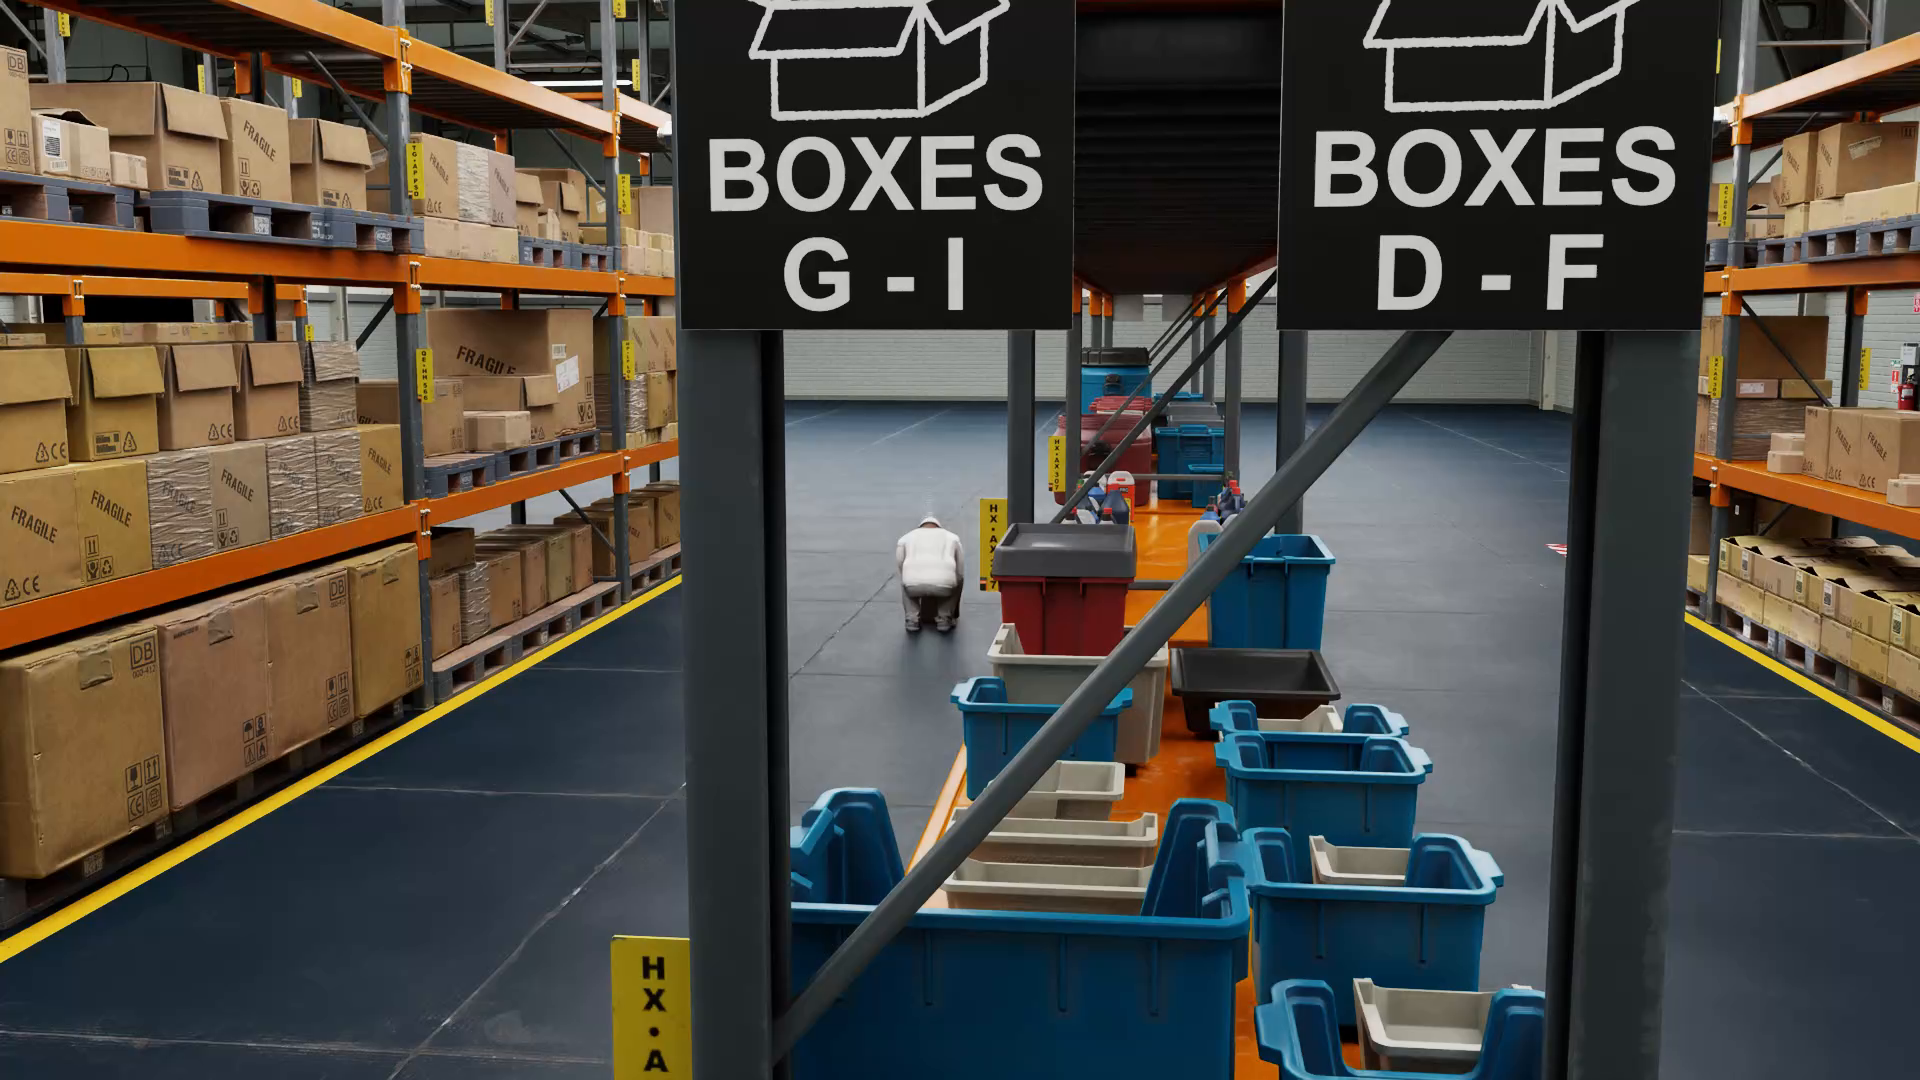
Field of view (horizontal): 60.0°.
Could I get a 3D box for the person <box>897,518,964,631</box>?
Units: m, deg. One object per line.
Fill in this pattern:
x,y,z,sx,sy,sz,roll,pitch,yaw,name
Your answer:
-0.250,0.304,13.242,0.543,0.890,0.915,1,8,6,person
